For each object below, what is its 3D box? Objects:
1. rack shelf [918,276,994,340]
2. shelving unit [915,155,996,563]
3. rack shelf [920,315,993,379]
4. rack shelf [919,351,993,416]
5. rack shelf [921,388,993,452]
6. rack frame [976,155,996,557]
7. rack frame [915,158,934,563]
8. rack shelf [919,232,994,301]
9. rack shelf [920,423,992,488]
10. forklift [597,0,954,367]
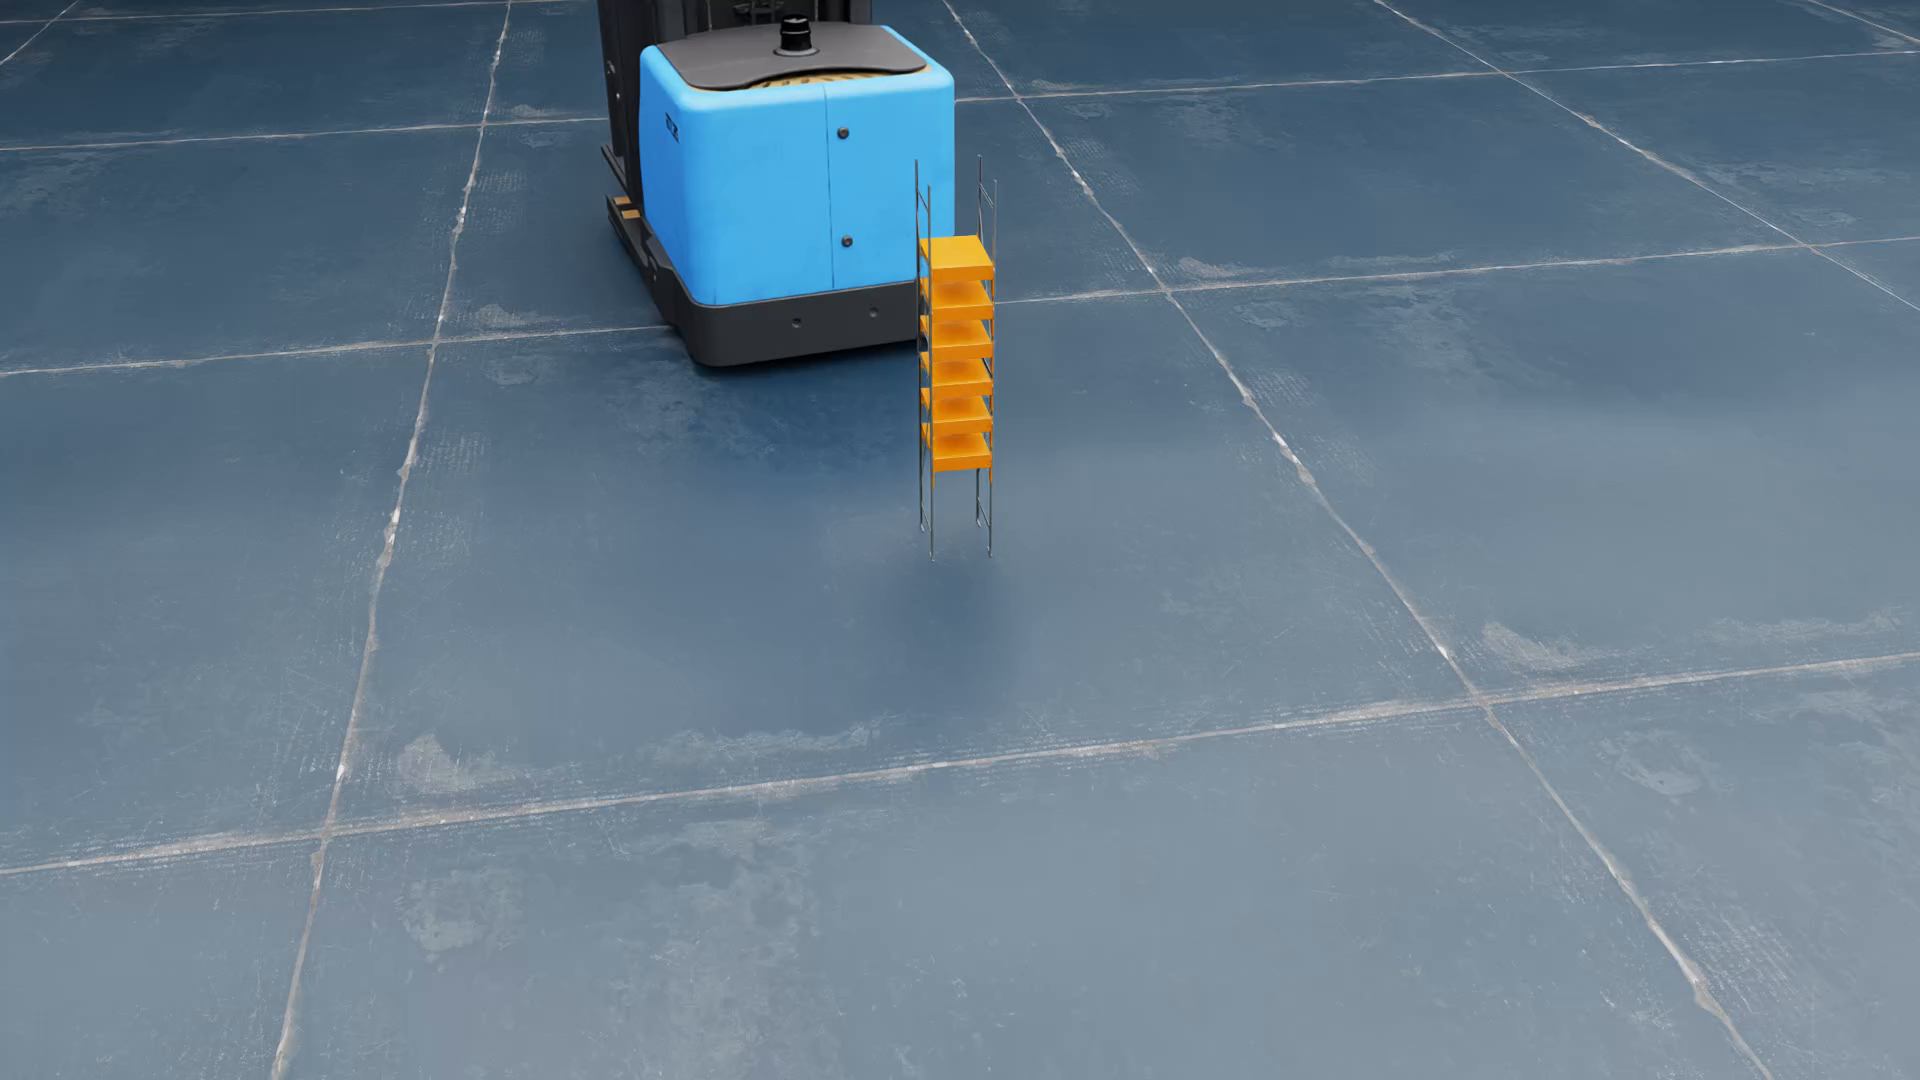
[{"bbox_3d":[-0.014,-0.684,4.844,0.180,0.103,0.258,-5,31,-9],"label":"rack shelf"},{"bbox_3d":[-0.014,-0.516,4.944,0.189,1.200,0.258,-5,31,-9],"label":"shelving unit"},{"bbox_3d":[-0.014,-0.581,4.905,0.180,0.103,0.258,-5,31,-9],"label":"rack shelf"},{"bbox_3d":[-0.014,-0.478,4.966,0.180,0.103,0.258,-5,31,-9],"label":"rack shelf"},{"bbox_3d":[-0.014,-0.374,5.027,0.180,0.103,0.258,-5,31,-9],"label":"rack shelf"},{"bbox_3d":[0.076,-0.524,4.958,0.006,1.200,0.240,-5,31,-9],"label":"rack frame"},{"bbox_3d":[-0.104,-0.508,4.929,0.006,1.200,0.240,-5,31,-9],"label":"rack frame"},{"bbox_3d":[-0.014,-0.788,4.784,0.180,0.103,0.258,-5,31,-9],"label":"rack shelf"},{"bbox_3d":[-0.014,-0.271,5.088,0.180,0.103,0.258,-5,31,-9],"label":"rack shelf"},{"bbox_3d":[-0.982,-2.645,6.857,1.130,2.935,3.031,-10,32,-17],"label":"forklift"}]
